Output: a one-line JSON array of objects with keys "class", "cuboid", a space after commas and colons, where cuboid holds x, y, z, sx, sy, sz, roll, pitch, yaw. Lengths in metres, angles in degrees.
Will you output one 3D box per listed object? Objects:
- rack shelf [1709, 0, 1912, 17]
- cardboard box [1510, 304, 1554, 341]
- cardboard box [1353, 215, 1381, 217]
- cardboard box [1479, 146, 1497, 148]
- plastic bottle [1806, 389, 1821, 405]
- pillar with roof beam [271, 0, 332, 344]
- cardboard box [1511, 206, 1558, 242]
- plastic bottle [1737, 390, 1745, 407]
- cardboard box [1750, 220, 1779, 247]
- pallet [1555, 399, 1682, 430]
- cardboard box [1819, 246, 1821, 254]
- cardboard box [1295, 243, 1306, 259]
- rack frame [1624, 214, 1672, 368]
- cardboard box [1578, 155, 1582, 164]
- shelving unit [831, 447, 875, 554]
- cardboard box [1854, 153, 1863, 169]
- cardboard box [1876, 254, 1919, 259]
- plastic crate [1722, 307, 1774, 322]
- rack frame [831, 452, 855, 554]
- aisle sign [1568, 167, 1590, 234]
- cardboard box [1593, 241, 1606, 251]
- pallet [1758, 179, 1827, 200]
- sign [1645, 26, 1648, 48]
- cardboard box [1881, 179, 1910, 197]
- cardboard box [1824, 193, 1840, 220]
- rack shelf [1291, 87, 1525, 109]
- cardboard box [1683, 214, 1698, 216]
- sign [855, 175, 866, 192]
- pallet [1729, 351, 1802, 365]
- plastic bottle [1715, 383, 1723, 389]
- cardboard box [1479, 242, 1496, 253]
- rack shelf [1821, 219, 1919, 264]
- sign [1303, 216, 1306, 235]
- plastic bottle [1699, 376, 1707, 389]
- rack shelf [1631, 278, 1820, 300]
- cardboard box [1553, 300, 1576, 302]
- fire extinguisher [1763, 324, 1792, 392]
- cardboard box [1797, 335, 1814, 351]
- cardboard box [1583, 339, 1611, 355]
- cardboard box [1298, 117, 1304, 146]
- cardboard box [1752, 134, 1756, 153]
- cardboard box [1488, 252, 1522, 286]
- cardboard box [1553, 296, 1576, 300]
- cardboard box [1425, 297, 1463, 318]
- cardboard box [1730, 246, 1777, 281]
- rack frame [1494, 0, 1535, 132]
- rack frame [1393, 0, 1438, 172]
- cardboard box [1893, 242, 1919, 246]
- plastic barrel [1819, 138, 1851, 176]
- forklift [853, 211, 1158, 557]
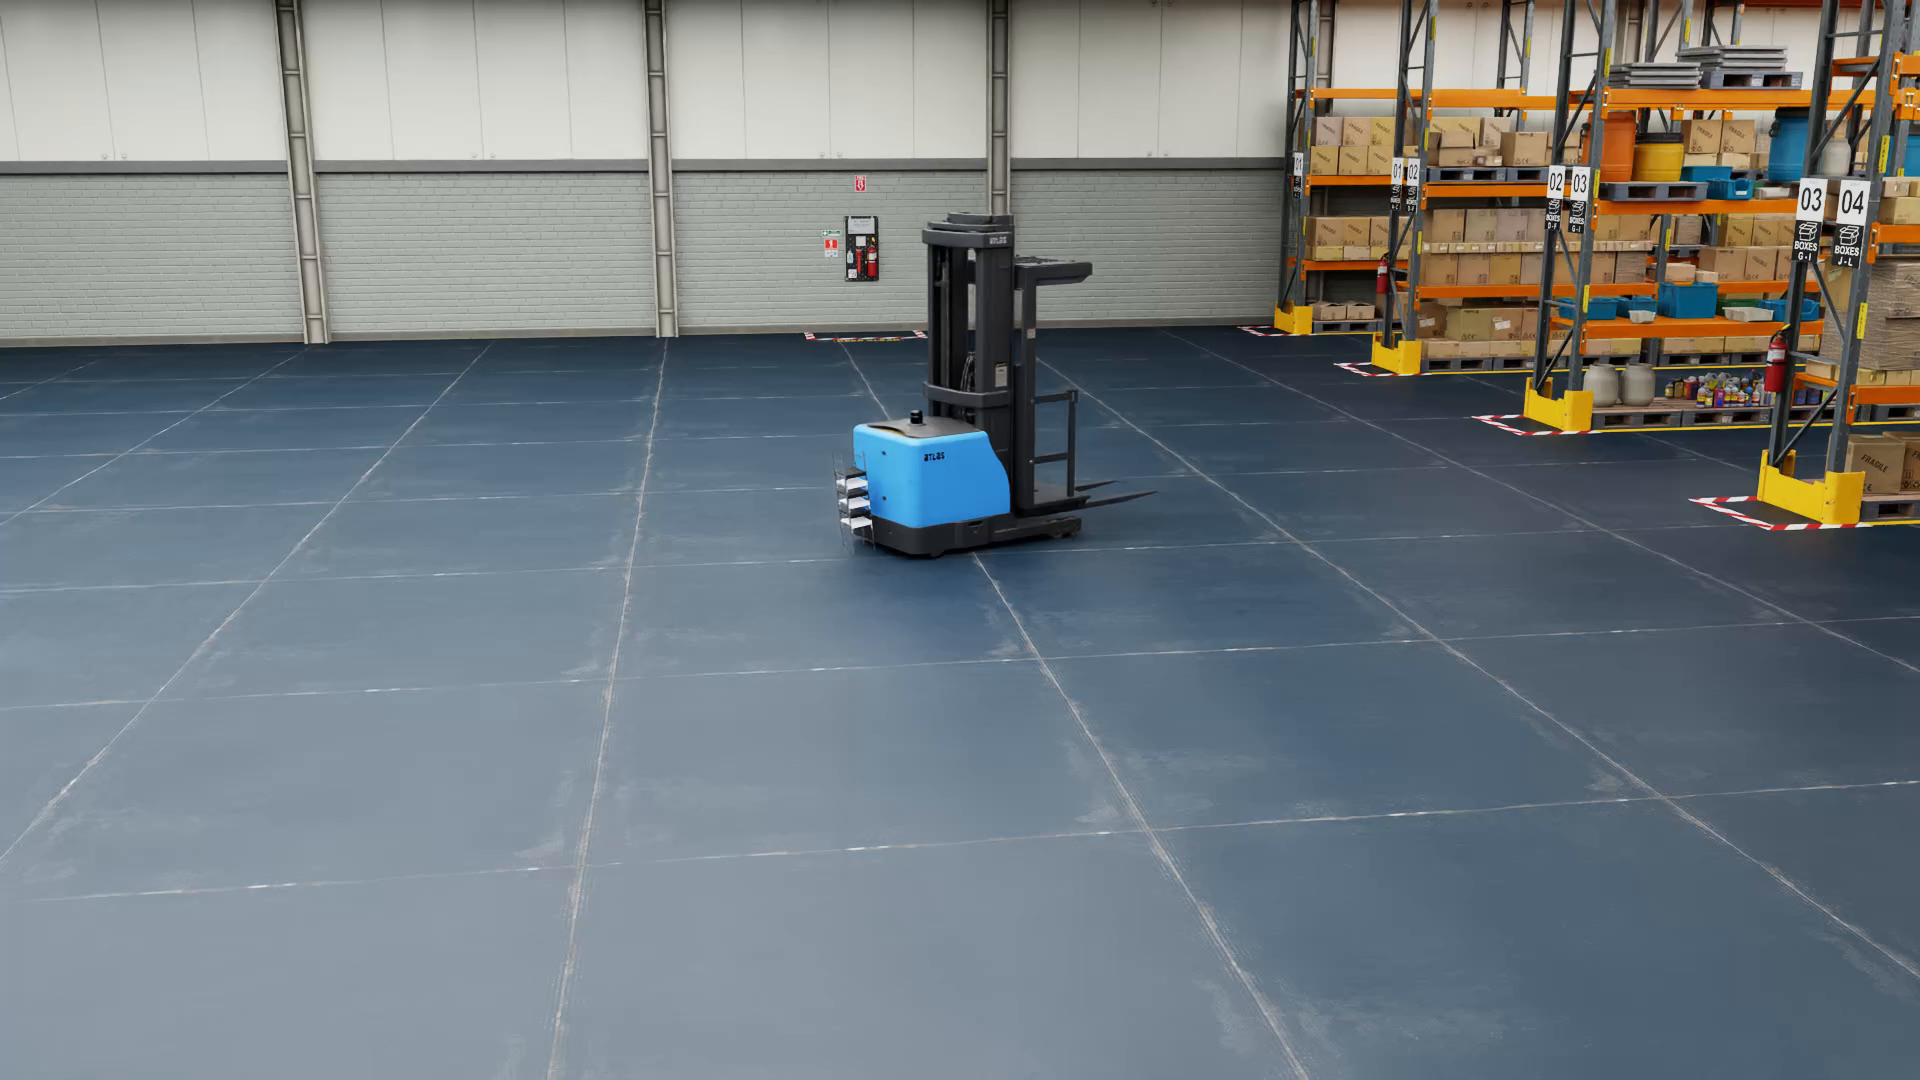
[{"class": "rack shelf", "cuboid": [15.944, -9.851, 30.676, 4.000, 0.370, 1.077, -2, 14, -8]}, {"class": "cardboard box", "cuboid": [8.845, -3.377, 25.797, 0.500, 0.500, 0.500, -2, 14, -8]}, {"class": "cardboard box", "cuboid": [7.500, -5.720, 30.616, 0.500, 0.500, 0.500, -2, 14, -10]}, {"class": "cardboard box", "cuboid": [9.546, -6.895, 30.165, 0.500, 0.500, 0.500, -2, 14, -7]}, {"class": "plastic bottle", "cuboid": [10.893, -1.913, 21.252, 0.185, 0.351, 0.144, -2, 14, -10]}, {"class": "pillar with roof beam", "cuboid": [-10.539, -6.771, 23.748, 0.400, 9.000, 9.100, -2, 14, -8]}, {"class": "cardboard box", "cuboid": [8.826, -4.874, 25.647, 0.500, 0.500, 0.700, -2, 14, -8]}, {"class": "plastic bottle", "cuboid": [9.907, -1.799, 21.103, 0.097, 0.201, 0.097, 0, 14, 0]}, {"class": "cardboard box", "cuboid": [15.004, -5.780, 31.274, 0.500, 0.500, 0.500, -2, 14, -6]}, {"class": "pallet", "cuboid": [8.404, -1.622, 21.283, 1.213, 0.211, 1.003, -2, 14, -8]}, {"class": "cardboard box", "cuboid": [16.103, -5.515, 31.550, 0.250, 0.149, 0.380, -2, 14, -7]}, {"class": "cardboard box", "cuboid": [6.489, -5.316, 30.547, 0.500, 0.250, 0.500, -2, 14, -7]}, {"class": "rack frame", "cuboid": [10.753, -4.269, 26.105, 0.127, 3.000, 1.000, -2, 14, -8]}, {"class": "cardboard box", "cuboid": [9.601, -5.764, 25.266, 0.250, 0.149, 0.380, -2, 14, -8]}, {"class": "shelving unit", "cuboid": [-0.946, -0.349, 14.756, 0.210, 0.900, 0.258, -14, 19, -26]}, {"class": "cardboard box", "cuboid": [13.752, -5.946, 26.072, 0.500, 0.250, 0.500, -2, 14, -7]}, {"class": "cardboard box", "cuboid": [9.270, -2.517, 16.249, 0.500, 0.500, 0.500, -2, 14, -8]}, {"class": "plastic crate", "cuboid": [9.919, -2.829, 20.908, 0.437, 0.136, 0.530, -2, 14, -8]}, {"class": "rack frame", "cuboid": [-1.035, -0.327, 14.712, 0.006, 0.900, 0.240, -14, 19, -26]}, {"class": "aisle sign", "cuboid": [7.504, -4.120, 20.168, 0.004, 0.787, 0.394, -2, 14, -8]}, {"class": "cardboard box", "cuboid": [9.753, -4.542, 25.656, 0.250, 0.149, 0.380, -2, 14, -8]}, {"class": "pallet", "cuboid": [10.788, -4.391, 20.813, 1.003, 0.211, 1.213, -2, 14, -8]}, {"class": "sign", "cuboid": [10.660, -7.800, 25.770, 0.005, 0.325, 0.100, -2, 14, -8]}, {"class": "cardboard box", "cuboid": [8.576, -3.271, 15.447, 0.250, 0.149, 0.380, -2, 14, -9]}, {"class": "cardboard box", "cuboid": [8.709, -3.201, 15.991, 0.500, 0.250, 0.500, -2, 14, -7]}, {"class": "rack shelf", "cuboid": [8.034, -7.947, 29.925, 4.000, 0.370, 1.077, -2, 14, -8]}, {"class": "cardboard box", "cuboid": [13.630, -6.162, 31.210, 0.250, 0.149, 0.380, -4, 15, -16]}, {"class": "sign", "cuboid": [-1.786, -6.399, 29.833, 0.199, 0.298, 0.001, -2, 14, -8]}, {"class": "pallet", "cuboid": [12.685, -2.997, 26.767, 1.213, 0.211, 1.003, -2, 14, -8]}, {"class": "plastic bottle", "cuboid": [9.897, -1.947, 21.696, 0.097, 0.201, 0.097, 0, 14, 0]}, {"class": "cardboard box", "cuboid": [7.975, -4.477, 25.396, 0.250, 0.149, 0.380, -2, 14, -9]}, {"class": "rack shelf", "cuboid": [10.247, -2.919, 16.036, 4.000, 0.370, 1.077, -2, 14, -8]}, {"class": "sign", "cuboid": [6.137, -5.605, 29.652, 0.005, 0.325, 0.100, -2, 14, -8]}, {"class": "plastic bottle", "cuboid": [9.673, -2.004, 21.769, 0.135, 0.276, 0.152, -2, 14, -10]}, {"class": "rack shelf", "cuboid": [12.731, -3.992, 26.481, 4.000, 0.370, 1.077, -2, 14, -8]}, {"class": "cardboard box", "cuboid": [9.754, -3.541, 26.450, 0.500, 0.500, 0.500, -2, 14, -8]}, {"class": "fire extinguisher", "cuboid": [8.088, -1.810, 16.459, 0.183, 0.674, 0.296, -2, 14, -8]}, {"class": "cardboard box", "cuboid": [13.217, -3.169, 26.508, 0.500, 0.250, 0.500, -2, 14, -7]}, {"class": "cardboard box", "cuboid": [9.831, -3.054, 26.049, 0.500, 0.250, 0.500, -2, 14, -8]}, {"class": "cardboard box", "cuboid": [6.443, -7.392, 30.089, 0.500, 0.500, 0.500, -1, 14, -6]}, {"class": "cardboard box", "cuboid": [14.429, -7.353, 31.127, 0.500, 0.500, 0.700, -3, 14, -13]}, {"class": "cardboard box", "cuboid": [8.272, -4.223, 25.716, 0.500, 0.500, 0.700, -2, 14, -8]}, {"class": "cardboard box", "cuboid": [11.240, -4.523, 31.351, 0.500, 0.500, 0.700, -2, 14, -9]}, {"class": "cardboard box", "cuboid": [8.991, -4.414, 30.918, 0.500, 0.500, 0.500, -3, 14, -13]}, {"class": "cardboard box", "cuboid": [12.531, -4.378, 26.336, 0.500, 0.500, 0.500, -2, 14, -8]}, {"class": "rack frame", "cuboid": [10.011, -8.370, 30.126, 0.127, 3.000, 1.000, -2, 14, -8]}, {"class": "rack frame", "cuboid": [6.798, -7.034, 24.797, 0.127, 3.000, 1.000, -2, 14, -8]}, {"class": "cardboard box", "cuboid": [15.314, -4.716, 26.819, 0.500, 0.500, 0.700, -7, 16, -27]}, {"class": "plastic barrel", "cuboid": [11.032, -4.822, 21.050, 0.421, 0.512, 0.421, 0, 14, 0]}, {"class": "forklift", "cuboid": [0.516, -1.534, 15.342, 3.031, 2.935, 1.130, -10, 17, -35]}]
